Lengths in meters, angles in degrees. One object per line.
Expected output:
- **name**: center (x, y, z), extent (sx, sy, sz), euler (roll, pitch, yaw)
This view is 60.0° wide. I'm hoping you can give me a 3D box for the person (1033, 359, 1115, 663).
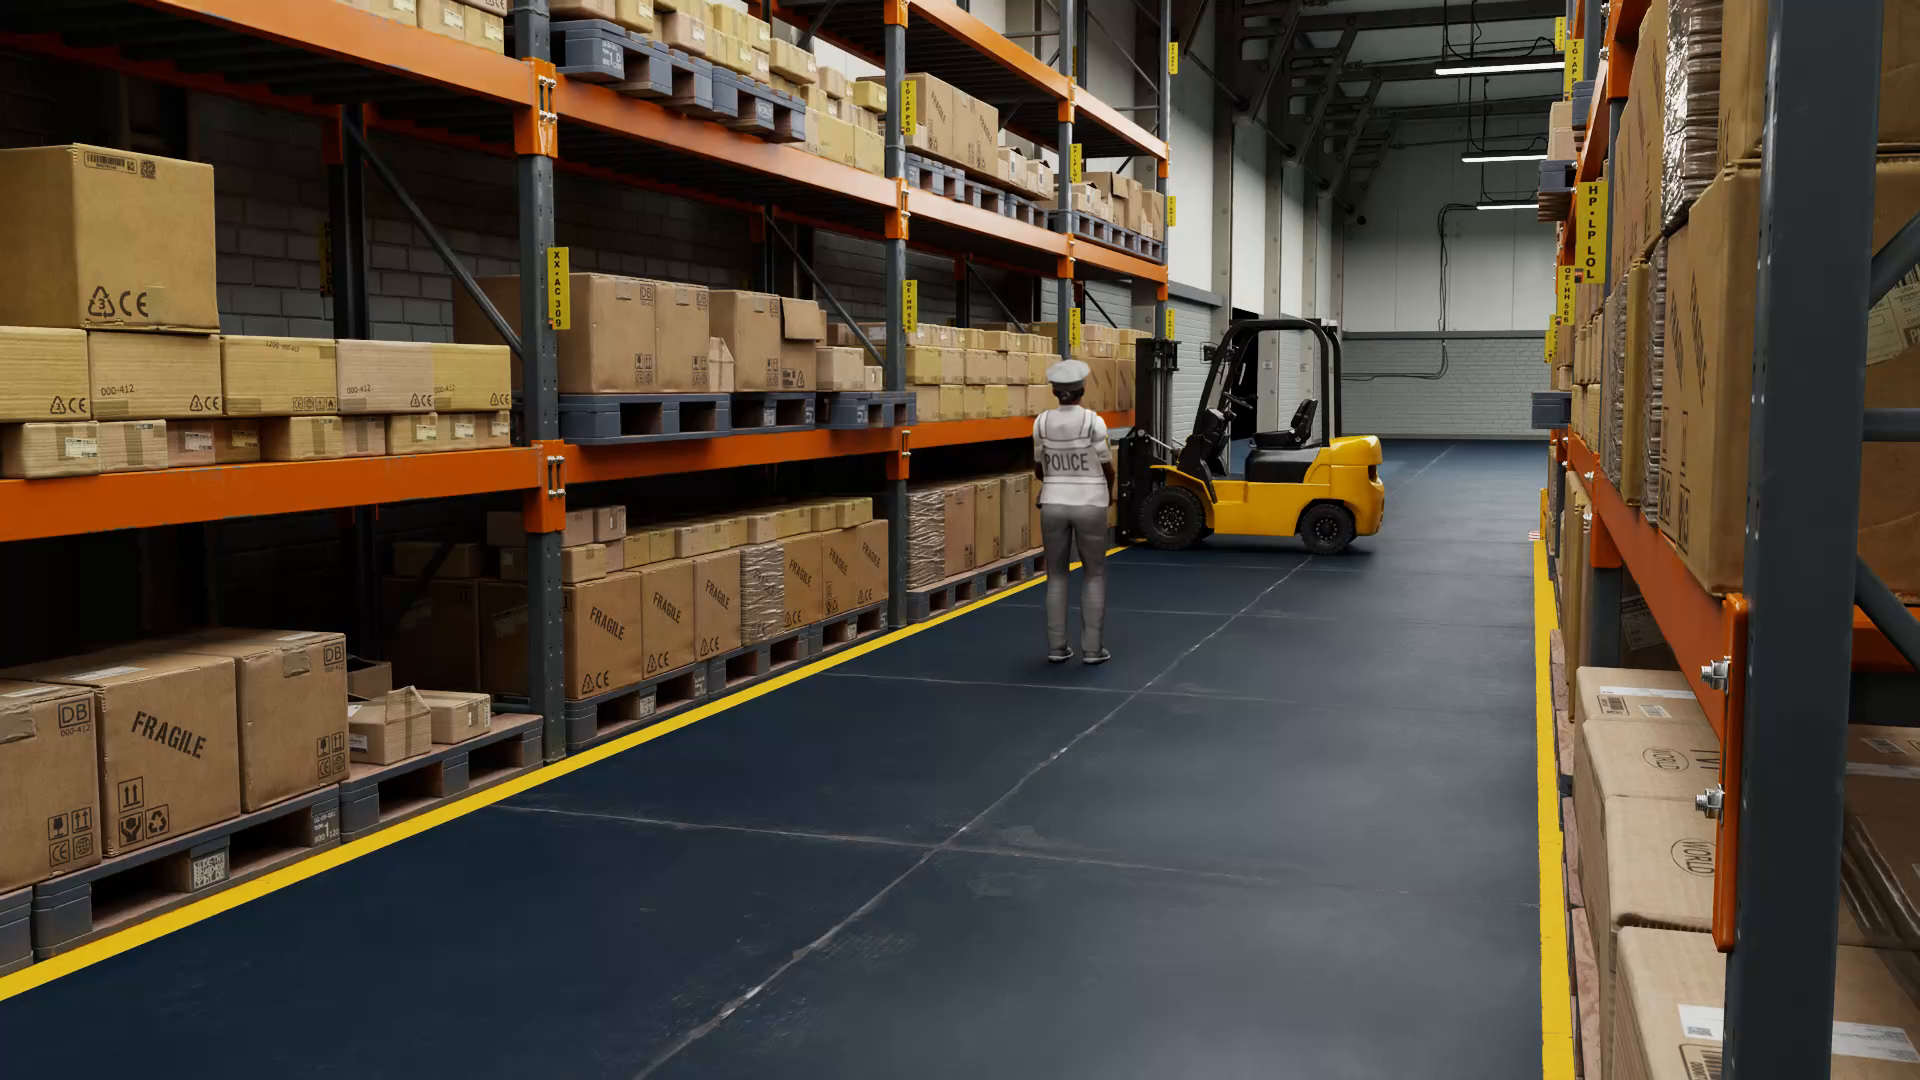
- **person**: center (0.653, -0.162, 9.317), extent (0.455, 1.691, 0.525), euler (2, 6, 18)
